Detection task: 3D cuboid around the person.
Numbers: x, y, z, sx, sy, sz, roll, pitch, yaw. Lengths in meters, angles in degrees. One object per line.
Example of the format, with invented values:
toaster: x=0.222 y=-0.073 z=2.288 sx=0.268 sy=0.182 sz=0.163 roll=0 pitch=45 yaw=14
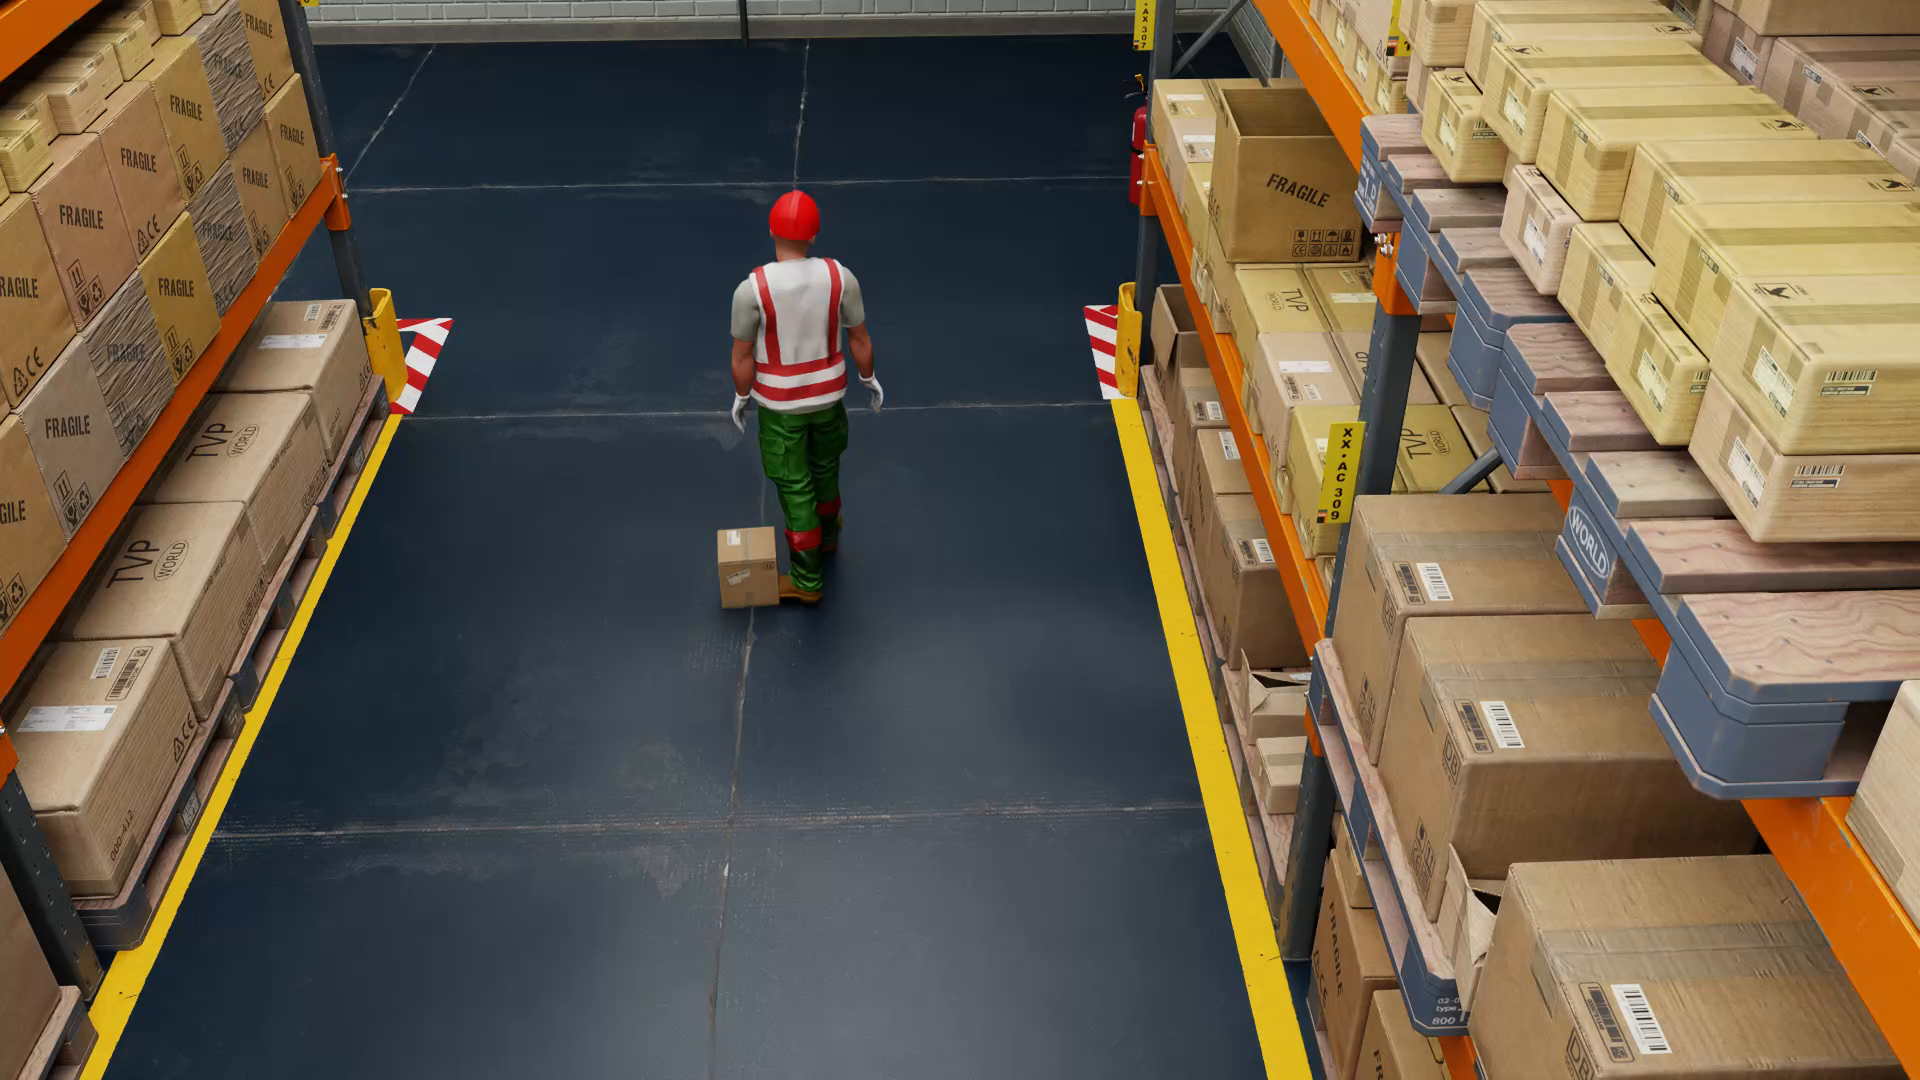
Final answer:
person: x=-0.649 y=-0.629 z=7.020 sx=0.649 sy=1.790 sz=0.639 roll=-15 pitch=37 yaw=-20
